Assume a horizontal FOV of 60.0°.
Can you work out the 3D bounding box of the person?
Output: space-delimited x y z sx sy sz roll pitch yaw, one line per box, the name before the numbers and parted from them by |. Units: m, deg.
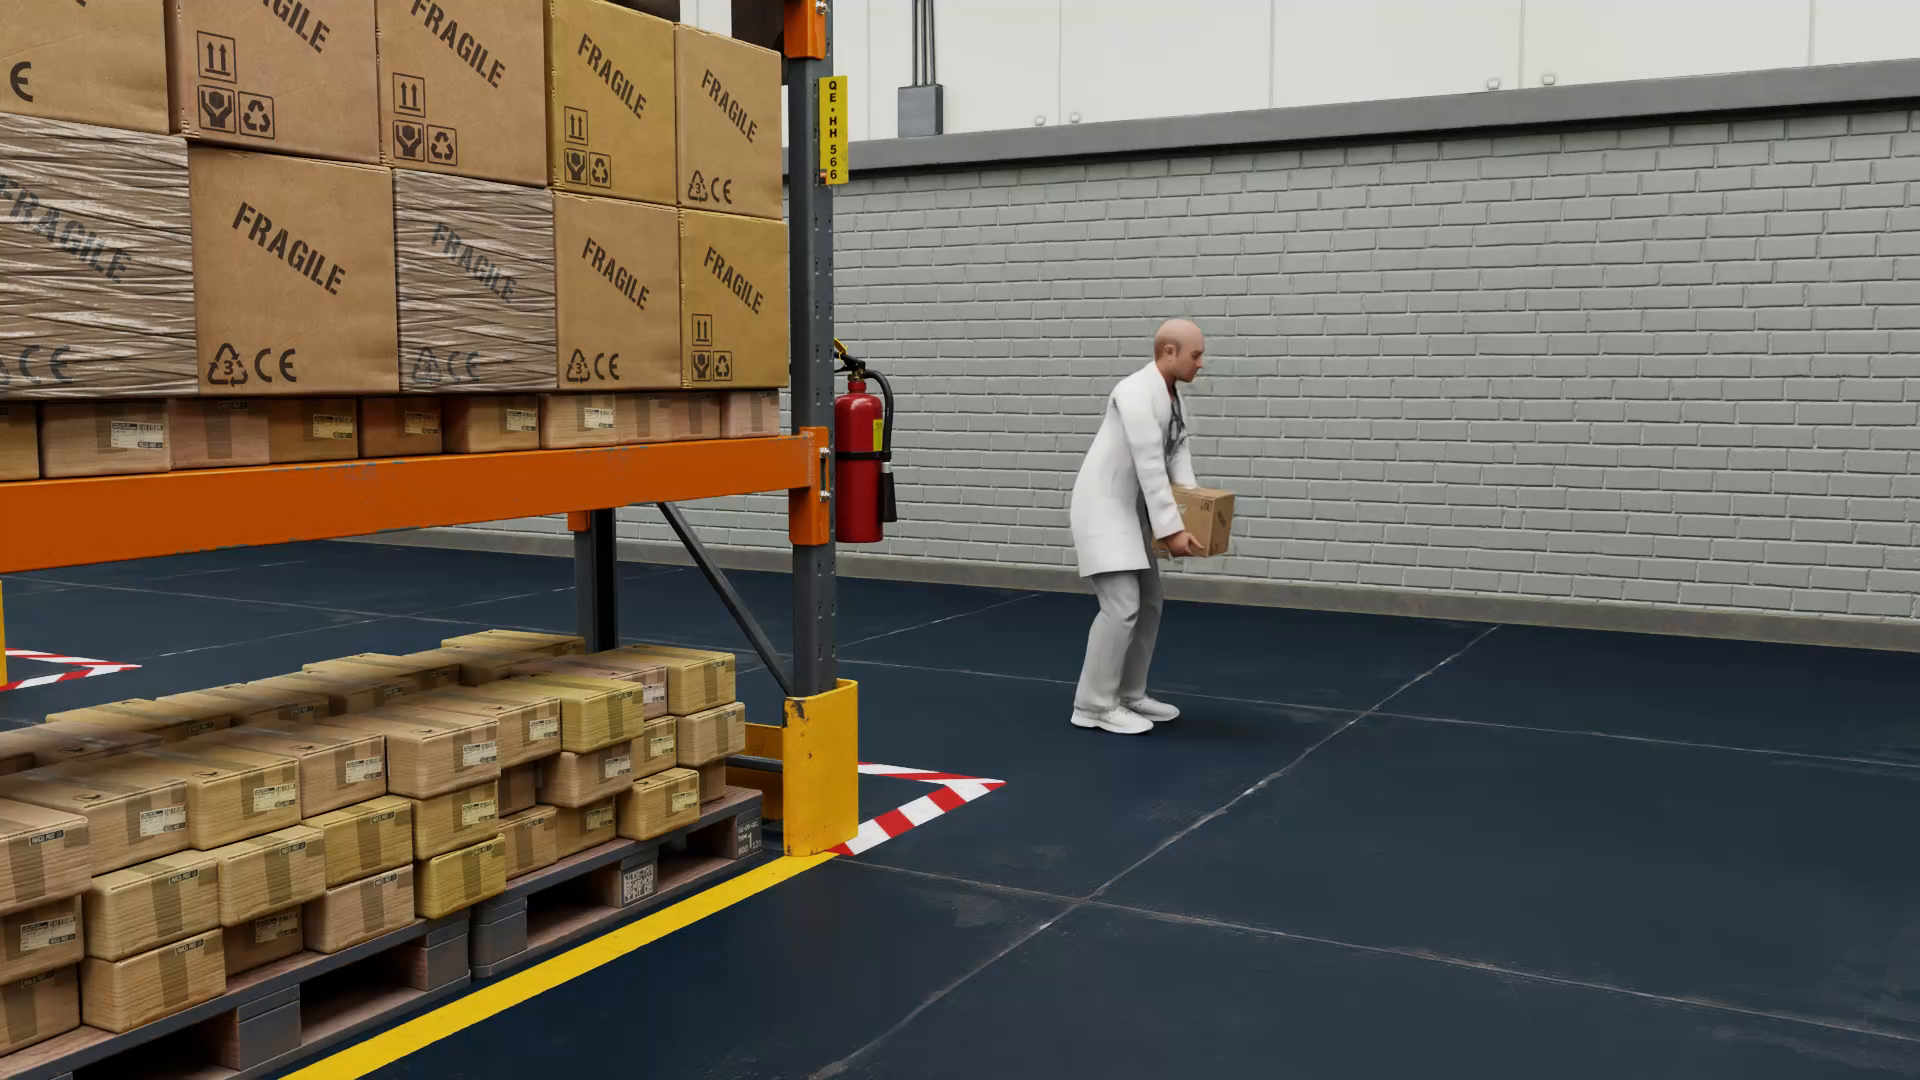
person | 0.776 -0.060 6.980 0.618 1.720 0.541 3 7 27
